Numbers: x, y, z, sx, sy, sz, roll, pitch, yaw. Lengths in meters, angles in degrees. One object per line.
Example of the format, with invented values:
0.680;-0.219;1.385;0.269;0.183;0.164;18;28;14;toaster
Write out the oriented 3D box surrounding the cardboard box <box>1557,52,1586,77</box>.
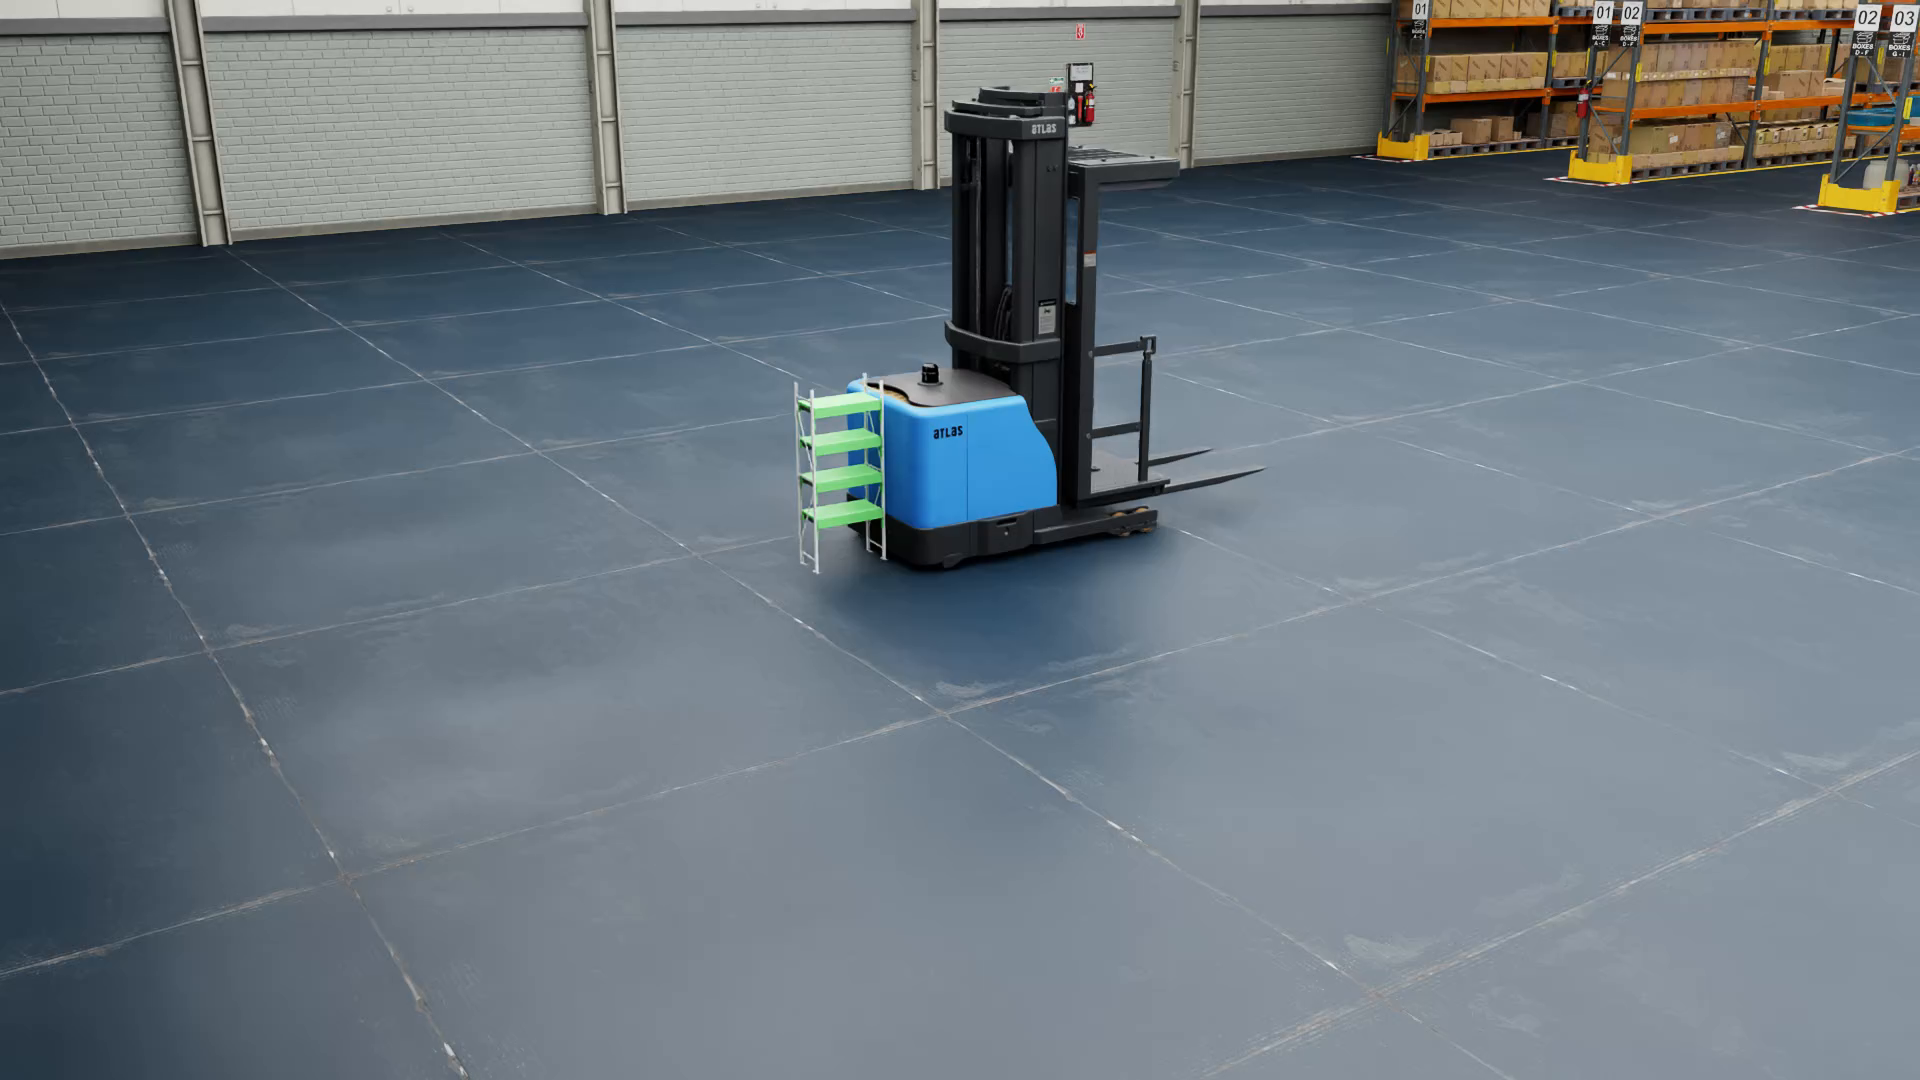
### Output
13.559;-10.661;37.253;0.500;0.500;0.700;-9;21;-26;cardboard box

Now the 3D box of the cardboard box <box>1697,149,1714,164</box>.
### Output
14.272;-7.483;32.332;0.500;0.250;0.500;-12;22;-31;cardboard box

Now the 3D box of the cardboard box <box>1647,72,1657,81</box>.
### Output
12.696;-8.613;30.868;0.250;0.149;0.380;-13;22;-33;cardboard box

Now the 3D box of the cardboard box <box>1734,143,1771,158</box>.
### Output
15.845;-7.805;33.285;0.500;0.250;0.500;-13;22;-33;cardboard box

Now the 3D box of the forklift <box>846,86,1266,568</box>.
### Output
0.761;-1.541;11.226;3.031;2.935;1.130;-11;22;-29;forklift

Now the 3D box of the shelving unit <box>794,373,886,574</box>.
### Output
-0.762;-0.425;10.630;0.503;1.200;0.258;-11;22;-29;shelving unit

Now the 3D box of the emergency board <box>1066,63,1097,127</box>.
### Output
2.317;-8.396;31.397;0.643;1.169;0.194;-12;22;-31;emergency board

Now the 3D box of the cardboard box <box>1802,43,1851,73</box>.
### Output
22.246;-12.391;42.746;0.700;0.700;0.980;-11;21;-29;cardboard box

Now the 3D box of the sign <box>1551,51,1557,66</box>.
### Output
12.949;-10.494;36.251;0.005;0.325;0.100;-12;22;-31;sign

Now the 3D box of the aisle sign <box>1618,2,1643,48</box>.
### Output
12.145;-9.337;30.121;0.004;0.787;0.394;-12;22;-31;aisle sign

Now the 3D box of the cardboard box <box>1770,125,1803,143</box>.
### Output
16.707;-8.250;33.727;0.500;0.311;0.500;-13;22;-33;cardboard box

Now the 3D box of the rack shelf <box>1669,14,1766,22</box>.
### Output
17.655;-12.365;39.576;4.000;0.370;1.077;-12;22;-31;rack shelf

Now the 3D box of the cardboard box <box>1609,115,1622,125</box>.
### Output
14.918;-9.757;38.637;0.500;0.500;0.700;-12;22;-31;cardboard box

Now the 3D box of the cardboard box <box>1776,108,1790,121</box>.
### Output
20.428;-10.844;41.884;0.500;0.500;0.700;-12;22;-32;cardboard box

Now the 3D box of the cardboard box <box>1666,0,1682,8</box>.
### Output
13.111;-9.927;30.758;0.250;0.149;0.380;-12;22;-31;cardboard box

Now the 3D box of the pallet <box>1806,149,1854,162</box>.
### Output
18.004;-8.153;35.031;1.213;0.211;1.003;-12;22;-31;pallet

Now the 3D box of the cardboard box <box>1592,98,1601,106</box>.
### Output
14.475;-9.996;38.173;0.500;0.250;0.500;-12;22;-32;cardboard box

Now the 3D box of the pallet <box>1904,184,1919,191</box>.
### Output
16.489;-5.934;28.467;1.213;0.211;1.003;-12;22;-31;pallet

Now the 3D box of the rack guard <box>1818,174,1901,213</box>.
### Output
14.790;-5.715;27.370;0.348;0.500;1.175;-12;22;-31;rack guard

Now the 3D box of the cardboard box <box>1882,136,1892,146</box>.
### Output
19.684;-8.730;35.600;0.500;0.500;0.500;-13;23;-33;cardboard box

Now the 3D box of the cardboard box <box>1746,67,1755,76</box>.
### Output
15.263;-9.153;32.467;0.250;0.149;0.380;-12;22;-31;cardboard box

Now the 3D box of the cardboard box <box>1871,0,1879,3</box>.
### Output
19.058;-11.163;34.740;0.500;0.500;0.910;-12;22;-31;cardboard box

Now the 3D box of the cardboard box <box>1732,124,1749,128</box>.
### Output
15.983;-8.307;33.895;0.500;0.311;0.500;-11;22;-30;cardboard box

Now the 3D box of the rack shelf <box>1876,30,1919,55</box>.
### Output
16.423;-8.306;27.570;4.000;0.370;1.077;-12;22;-31;rack shelf

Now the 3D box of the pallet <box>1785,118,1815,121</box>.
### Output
21.024;-10.645;42.404;1.213;0.211;1.003;-12;22;-31;pallet

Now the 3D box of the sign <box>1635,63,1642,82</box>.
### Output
12.331;-8.497;30.220;0.005;0.325;0.100;-12;22;-31;sign

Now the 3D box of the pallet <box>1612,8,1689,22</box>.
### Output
12.636;-9.696;30.696;1.213;0.211;1.003;-12;22;-31;pallet

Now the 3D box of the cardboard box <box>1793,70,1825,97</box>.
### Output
17.320;-9.356;34.079;0.500;0.500;0.500;-13;23;-34;cardboard box

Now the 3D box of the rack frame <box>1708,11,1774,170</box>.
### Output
15.372;-8.904;32.898;0.127;3.000;1.000;-12;22;-31;rack frame

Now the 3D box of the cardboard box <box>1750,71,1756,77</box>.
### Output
19.199;-11.392;40.620;0.250;0.149;0.380;-12;22;-31;cardboard box

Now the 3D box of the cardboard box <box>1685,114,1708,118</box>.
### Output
17.406;-10.360;39.907;0.750;0.750;0.750;-12;22;-32;cardboard box

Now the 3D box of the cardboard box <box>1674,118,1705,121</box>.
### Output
14.399;-8.067;32.890;0.500;0.500;0.500;-12;22;-31;cardboard box

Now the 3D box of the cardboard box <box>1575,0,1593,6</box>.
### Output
13.659;-11.989;36.824;0.500;0.311;0.500;-11;22;-30;cardboard box

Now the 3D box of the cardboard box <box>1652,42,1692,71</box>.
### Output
13.329;-9.132;31.392;0.500;0.500;0.700;-12;22;-31;cardboard box

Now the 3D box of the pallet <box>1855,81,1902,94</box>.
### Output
19.240;-9.656;35.421;1.003;0.211;1.213;-12;22;-31;pallet

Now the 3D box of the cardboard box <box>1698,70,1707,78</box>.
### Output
13.981;-8.882;31.666;0.250;0.149;0.380;-11;22;-30;cardboard box

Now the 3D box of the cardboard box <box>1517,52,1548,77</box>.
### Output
12.420;-10.356;36.225;0.500;0.500;0.500;-12;22;-32;cardboard box

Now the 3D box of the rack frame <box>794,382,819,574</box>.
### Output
-0.970;-0.385;10.510;0.015;1.200;0.240;-11;22;-29;rack frame

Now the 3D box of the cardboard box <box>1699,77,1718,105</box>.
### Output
14.147;-8.689;32.108;0.500;0.500;0.700;-12;22;-31;cardboard box

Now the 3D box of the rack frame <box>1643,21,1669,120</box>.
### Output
15.985;-10.933;38.899;0.127;3.000;1.000;-12;22;-31;rack frame

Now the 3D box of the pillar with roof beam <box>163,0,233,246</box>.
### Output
-8.264;-7.341;18.909;0.400;9.000;9.100;-12;22;-31;pillar with roof beam

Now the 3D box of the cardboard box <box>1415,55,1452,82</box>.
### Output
9.868;-9.821;34.643;0.500;0.500;0.500;-12;22;-31;cardboard box

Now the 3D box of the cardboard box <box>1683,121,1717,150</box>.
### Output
14.265;-7.841;32.222;0.500;0.500;0.500;-12;22;-31;cardboard box

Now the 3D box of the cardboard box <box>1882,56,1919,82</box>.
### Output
20.045;-10.106;35.642;0.500;0.500;0.700;-8;20;-21;cardboard box

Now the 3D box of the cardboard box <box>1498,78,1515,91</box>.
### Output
11.583;-9.824;35.822;0.500;0.250;0.500;-12;22;-32;cardboard box

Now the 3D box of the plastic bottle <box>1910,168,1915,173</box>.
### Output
16.386;-6.294;28.744;0.135;0.276;0.152;-13;22;-33;plastic bottle

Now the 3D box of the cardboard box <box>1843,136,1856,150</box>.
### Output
18.407;-8.347;34.888;0.500;0.250;0.500;-11;22;-30;cardboard box

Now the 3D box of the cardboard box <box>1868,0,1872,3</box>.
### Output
18.365;-11.062;34.177;0.500;0.250;0.500;-14;23;-35;cardboard box

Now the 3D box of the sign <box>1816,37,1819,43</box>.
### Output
22.366;-12.939;43.358;0.005;0.325;0.100;-12;22;-31;sign

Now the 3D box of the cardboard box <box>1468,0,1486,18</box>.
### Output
10.620;-11.171;34.733;0.500;0.500;0.500;-11;21;-29;cardboard box

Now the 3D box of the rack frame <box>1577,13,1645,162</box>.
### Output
12.031;-8.199;30.814;0.127;3.000;1.000;-12;22;-31;rack frame
